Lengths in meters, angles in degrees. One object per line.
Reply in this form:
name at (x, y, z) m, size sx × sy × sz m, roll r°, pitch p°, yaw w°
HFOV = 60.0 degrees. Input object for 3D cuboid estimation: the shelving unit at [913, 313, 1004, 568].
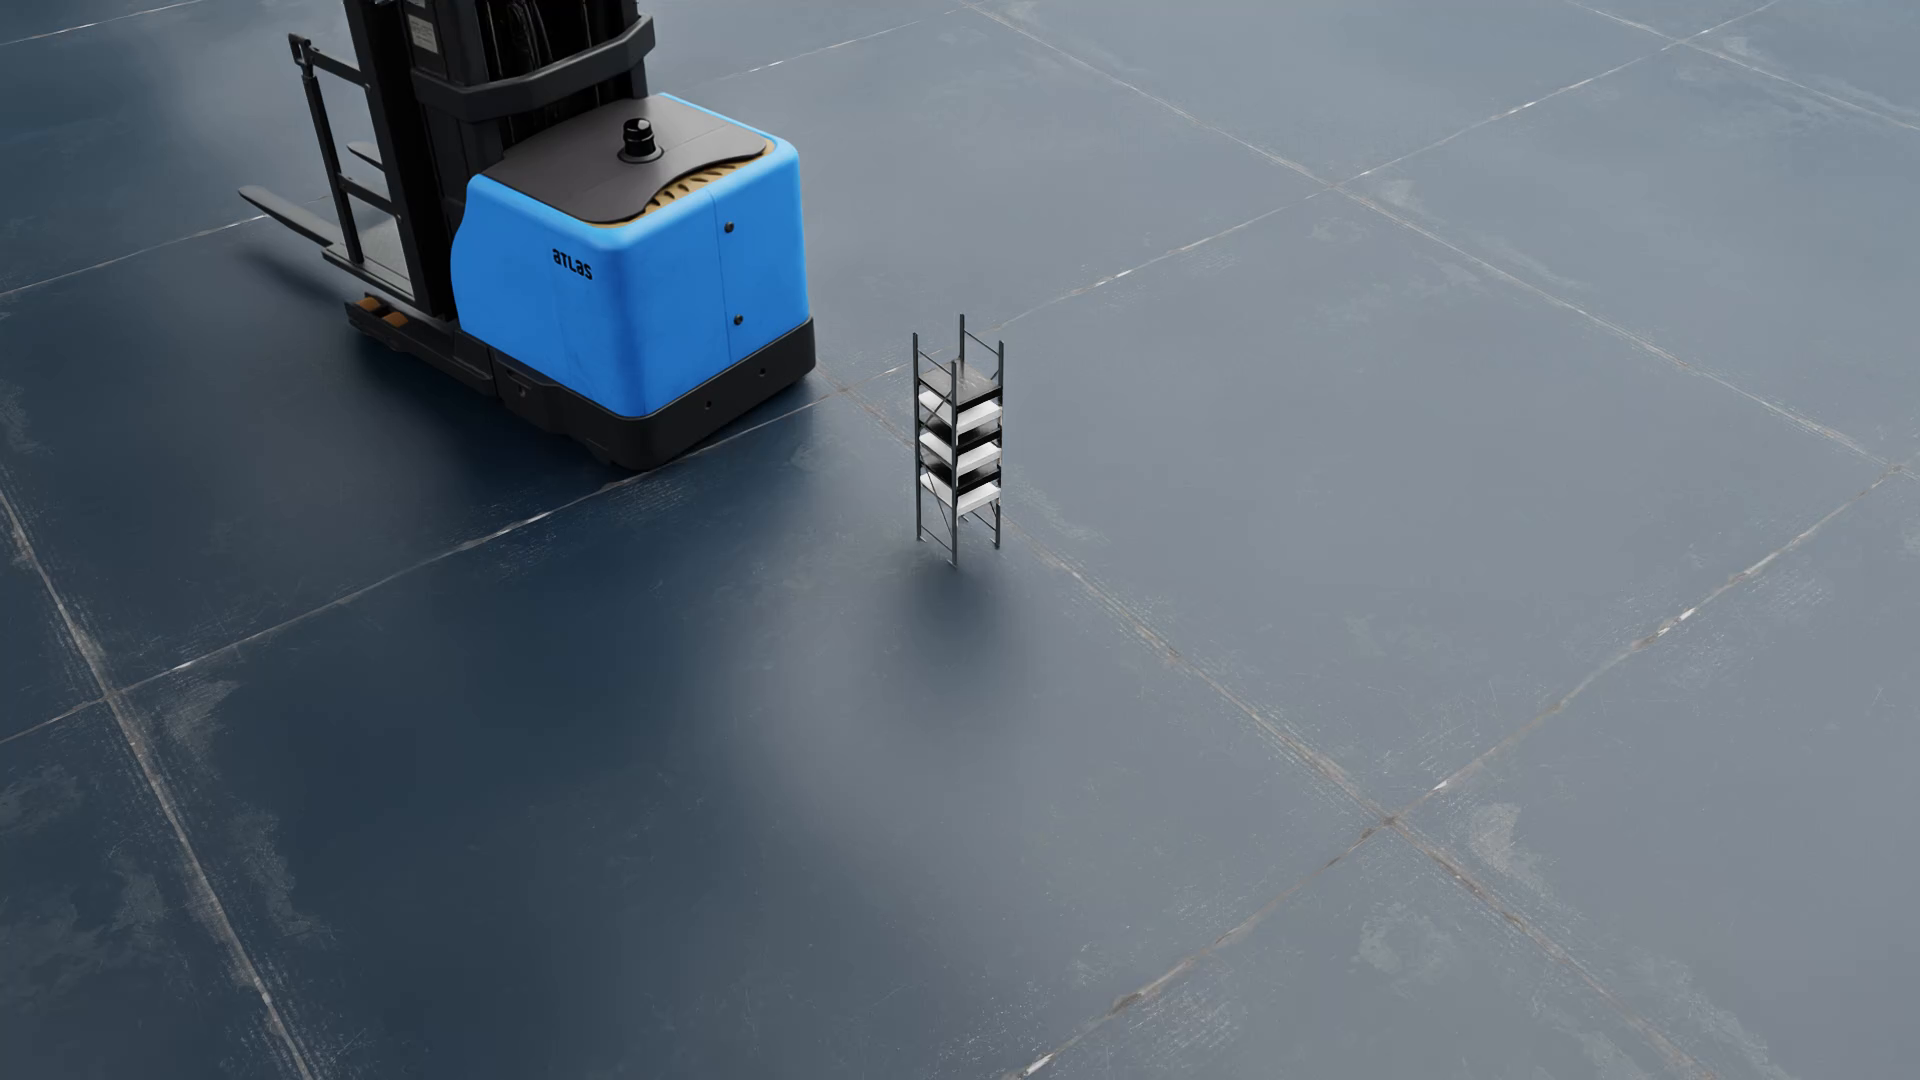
shelving unit at (-0.006, -0.345, 5.961) m, size 0.210 × 0.900 × 0.258 m, roll -26°, pitch 46°, yaw -28°

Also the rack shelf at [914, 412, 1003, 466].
rack shelf at (-0.006, -0.389, 5.925) m, size 0.200 × 0.077 × 0.258 m, roll -26°, pitch 46°, yaw -28°

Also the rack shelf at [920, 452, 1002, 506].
rack shelf at (-0.006, -0.249, 6.039) m, size 0.200 × 0.077 × 0.258 m, roll -26°, pitch 46°, yaw -28°

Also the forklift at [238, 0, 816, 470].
forklift at (-2.069, -2.189, 6.607) m, size 3.031 × 2.935 × 1.130 m, roll 28°, pitch 47°, yaw 29°

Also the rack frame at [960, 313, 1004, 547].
rack frame at (0.074, -0.384, 6.009) m, size 0.006 × 0.900 × 0.240 m, roll -26°, pitch 46°, yaw -28°

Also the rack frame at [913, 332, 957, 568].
rack frame at (-0.087, -0.305, 5.913) m, size 0.006 × 0.900 × 0.240 m, roll -26°, pitch 46°, yaw -28°

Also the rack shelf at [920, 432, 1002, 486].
rack shelf at (-0.006, -0.319, 5.982) m, size 0.200 × 0.077 × 0.258 m, roll -26°, pitch 46°, yaw -28°

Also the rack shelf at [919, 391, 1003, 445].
rack shelf at (-0.006, -0.458, 5.868) m, size 0.200 × 0.077 × 0.258 m, roll -26°, pitch 46°, yaw -28°

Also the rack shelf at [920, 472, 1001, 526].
rack shelf at (-0.006, -0.180, 6.096) m, size 0.200 × 0.077 × 0.258 m, roll -26°, pitch 46°, yaw -28°

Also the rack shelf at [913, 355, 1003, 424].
rack shelf at (-0.006, -0.528, 5.811) m, size 0.200 × 0.077 × 0.258 m, roll -26°, pitch 46°, yaw -28°
